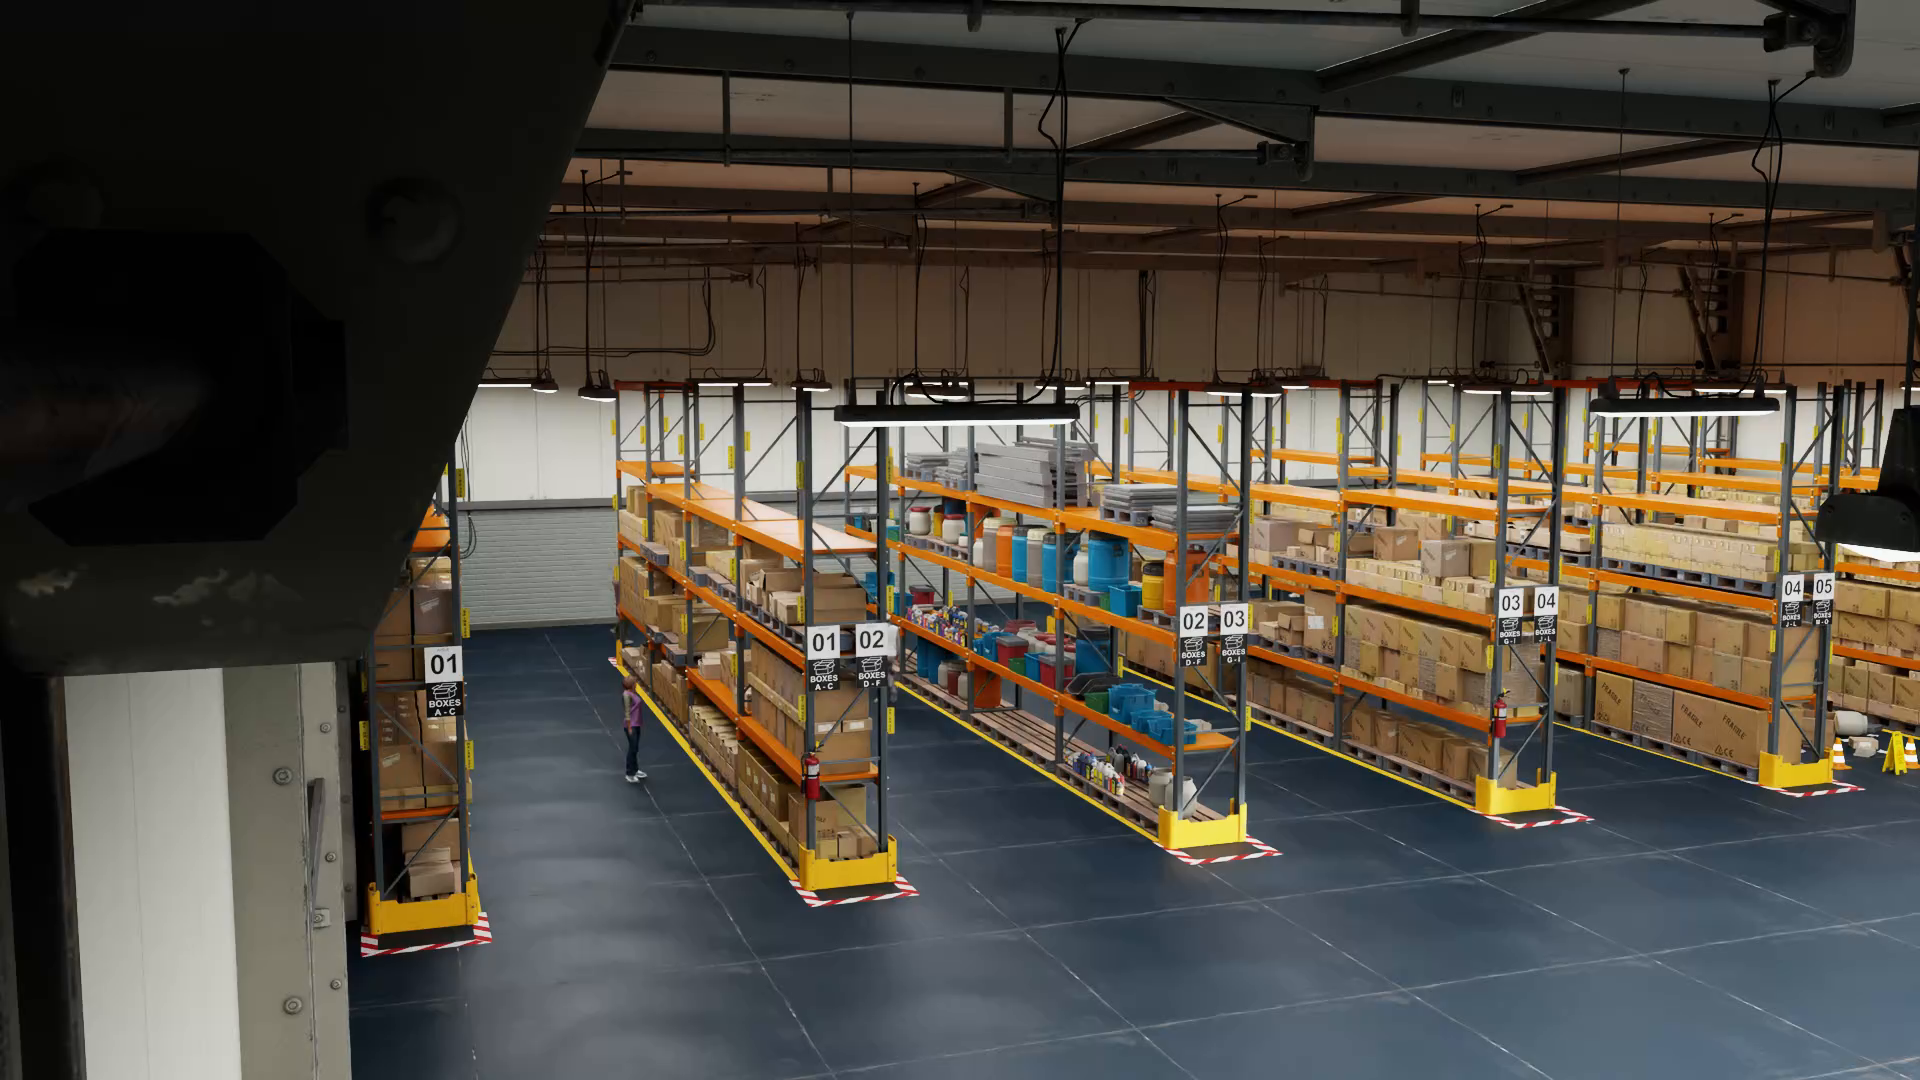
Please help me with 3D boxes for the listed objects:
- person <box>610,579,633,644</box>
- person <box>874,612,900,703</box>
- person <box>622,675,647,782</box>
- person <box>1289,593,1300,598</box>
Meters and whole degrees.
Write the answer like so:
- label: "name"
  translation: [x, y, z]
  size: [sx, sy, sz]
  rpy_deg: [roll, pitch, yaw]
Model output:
- label: "person"
  translation: [-7.632, 1.468, 37.517]
  size: [0.544, 1.767, 0.625]
  rpy_deg: [-1, 6, -13]
- label: "person"
  translation: [-1.404, 2.167, 30.945]
  size: [0.604, 1.764, 0.479]
  rpy_deg: [-6, 8, -44]
- label: "person"
  translation: [-4.997, 2.883, 25.432]
  size: [0.342, 1.651, 0.482]
  rpy_deg: [1, 6, 5]
- label: "person"
  translation: [9.250, 0.683, 45.064]
  size: [0.716, 1.750, 0.636]
  rpy_deg: [-4, 7, -34]
